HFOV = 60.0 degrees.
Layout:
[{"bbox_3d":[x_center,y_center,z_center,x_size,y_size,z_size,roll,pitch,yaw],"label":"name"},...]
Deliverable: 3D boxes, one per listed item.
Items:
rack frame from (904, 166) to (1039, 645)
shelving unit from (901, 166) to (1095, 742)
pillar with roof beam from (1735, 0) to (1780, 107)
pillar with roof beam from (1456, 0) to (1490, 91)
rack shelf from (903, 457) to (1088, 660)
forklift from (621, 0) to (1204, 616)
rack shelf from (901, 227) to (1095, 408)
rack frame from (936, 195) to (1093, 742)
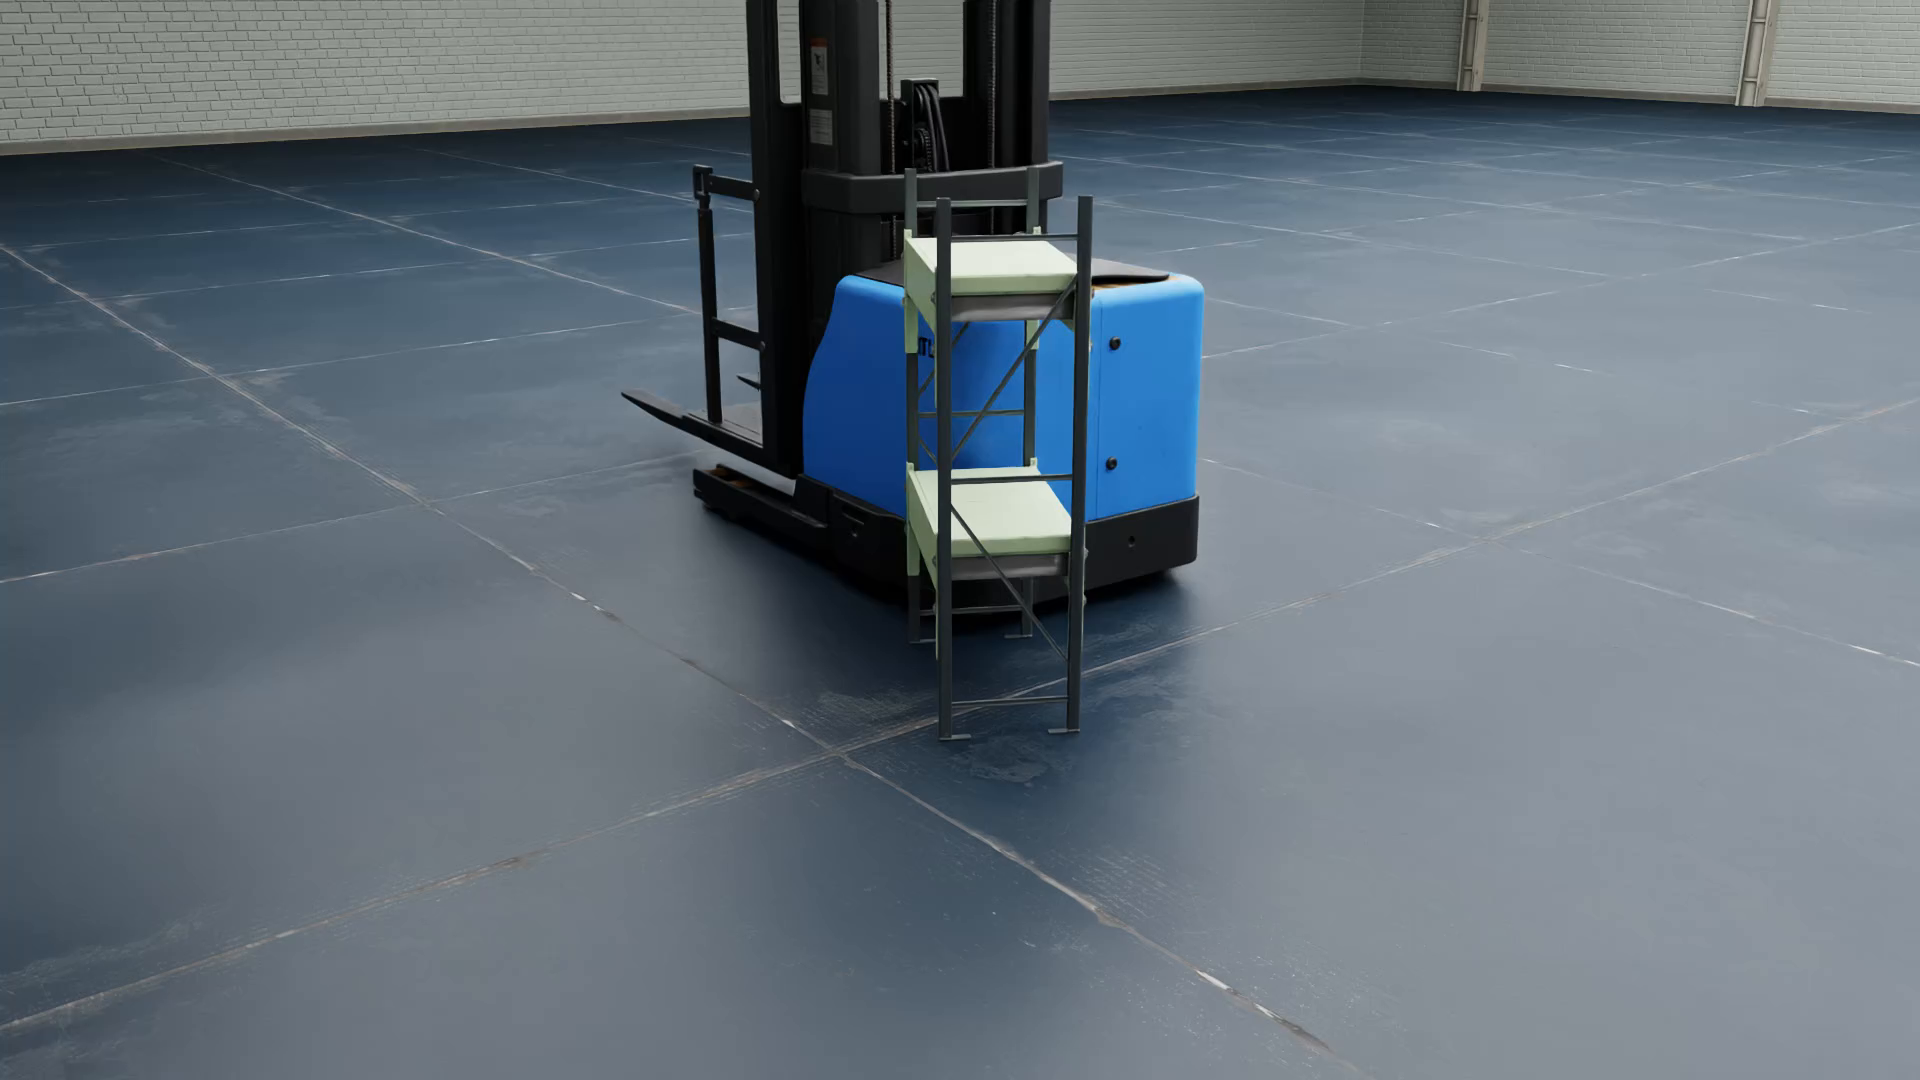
[{"bbox_3d":[0.035,-0.387,5.145,0.400,1.500,0.023,-3,18,-8],"label":"rack frame"},{"bbox_3d":[0.087,-0.273,4.801,0.431,1.500,0.755,-3,18,-8],"label":"shelving unit"},{"bbox_3d":[10.933,-11.302,26.178,9.100,9.000,0.400,-14,23,-36],"label":"pillar with roof beam"},{"bbox_3d":[7.208,-12.780,30.642,9.100,9.000,0.400,-14,23,-36],"label":"pillar with roof beam"},{"bbox_3d":[0.087,0.037,4.903,0.431,0.370,0.720,-3,18,-8],"label":"rack shelf"},{"bbox_3d":[-0.423,-1.546,6.369,1.130,2.935,3.031,-13,22,-34],"label":"forklift"},{"bbox_3d":[0.087,-0.643,4.678,0.431,0.370,0.720,-3,18,-8],"label":"rack shelf"},{"bbox_3d":[0.140,-0.159,4.457,0.400,1.500,0.023,-3,18,-8],"label":"rack frame"}]
